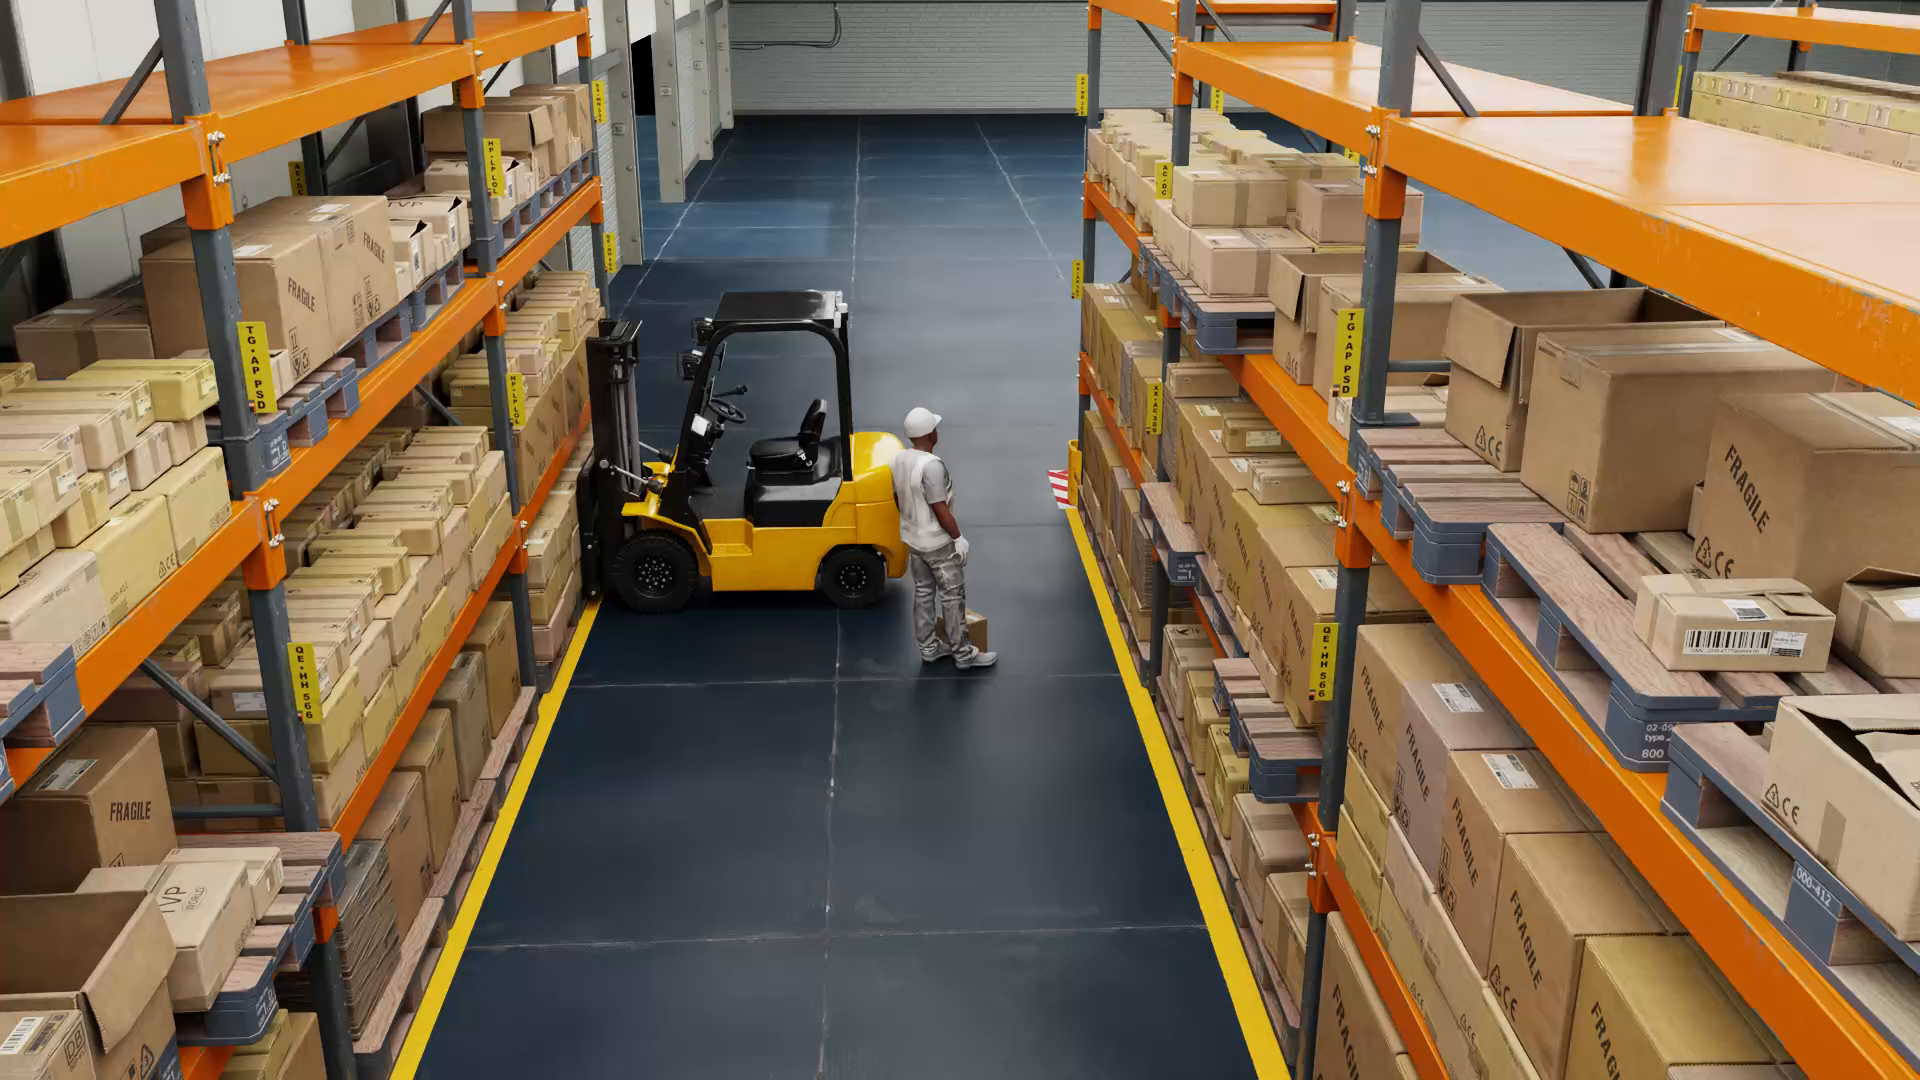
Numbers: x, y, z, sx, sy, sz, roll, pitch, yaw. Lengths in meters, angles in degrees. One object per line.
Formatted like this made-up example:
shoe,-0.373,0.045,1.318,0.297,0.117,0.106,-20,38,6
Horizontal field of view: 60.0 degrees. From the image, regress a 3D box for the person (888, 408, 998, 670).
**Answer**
person,-0.130,-0.029,11.099,0.577,1.782,0.656,-13,24,-32
